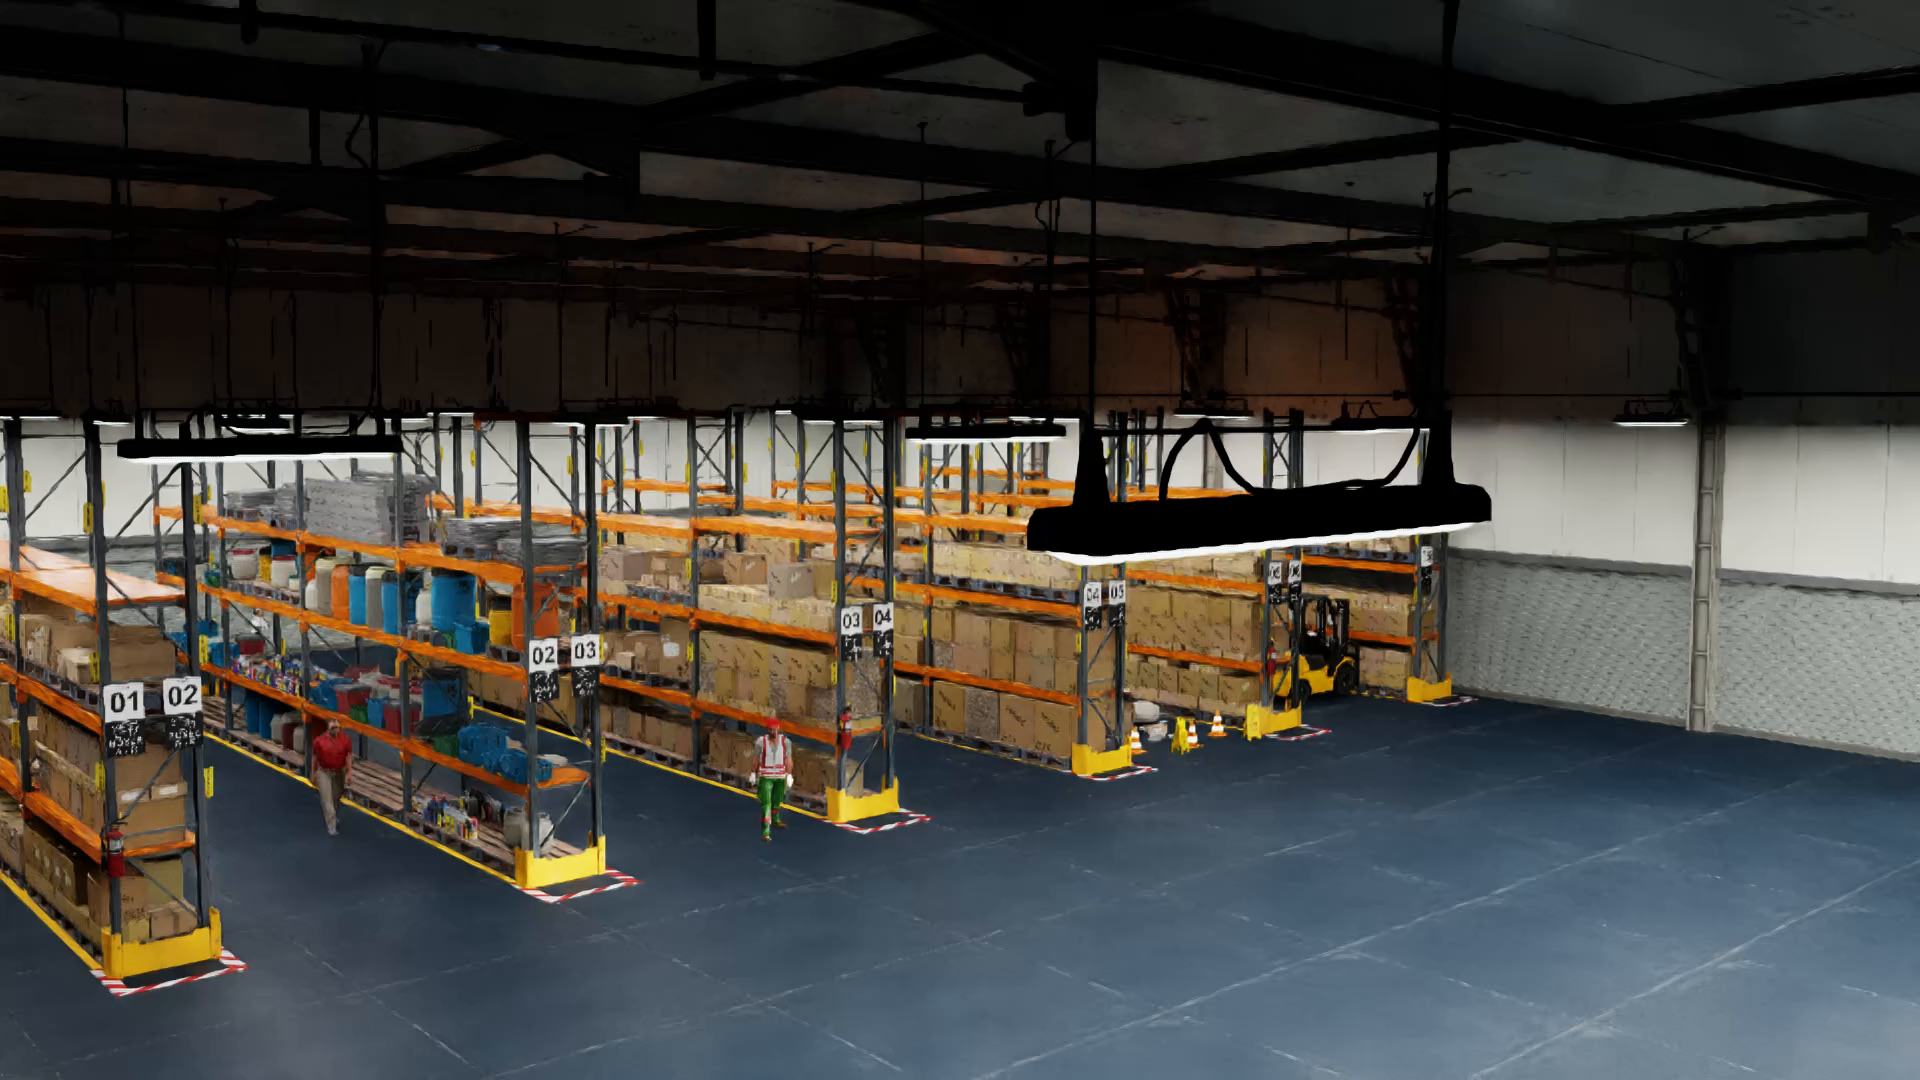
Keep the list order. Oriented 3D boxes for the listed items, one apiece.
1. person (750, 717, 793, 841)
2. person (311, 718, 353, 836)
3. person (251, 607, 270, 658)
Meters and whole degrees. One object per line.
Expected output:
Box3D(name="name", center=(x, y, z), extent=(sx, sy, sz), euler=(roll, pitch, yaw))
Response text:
Box3D(name="person", center=(-2.688, 3.383, 23.823), extent=(0.595, 1.746, 0.984), euler=(-2, 5, -17))
Box3D(name="person", center=(-9.047, 3.375, 24.047), extent=(0.546, 1.640, 1.099), euler=(-4, 6, -38))
Box3D(name="person", center=(-15.627, 2.278, 36.795), extent=(0.497, 1.663, 0.668), euler=(0, 5, 5))
